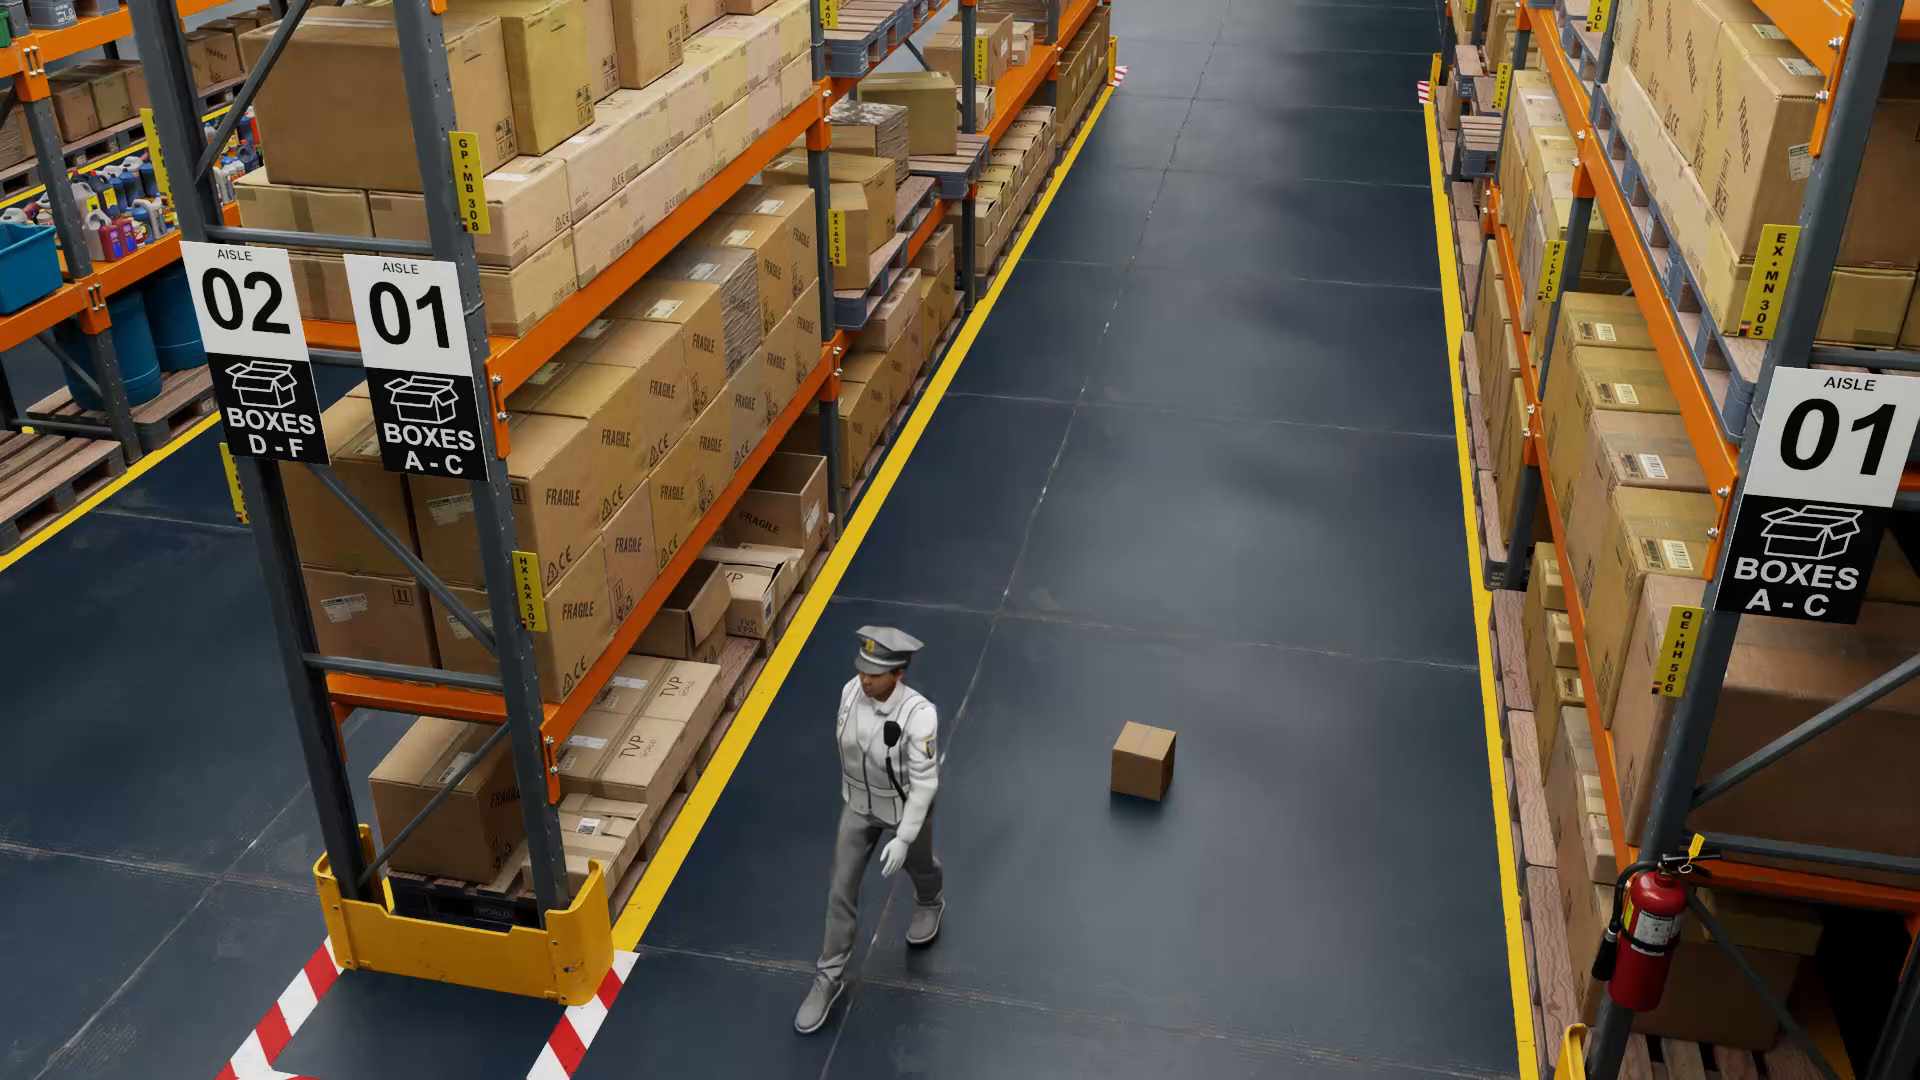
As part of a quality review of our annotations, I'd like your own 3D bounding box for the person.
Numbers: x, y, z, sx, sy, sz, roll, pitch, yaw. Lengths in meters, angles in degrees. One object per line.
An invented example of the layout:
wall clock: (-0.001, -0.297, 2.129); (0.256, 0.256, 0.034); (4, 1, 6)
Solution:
person: (-0.326, 1.092, 6.588); (0.500, 1.654, 0.922); (14, 32, 24)
